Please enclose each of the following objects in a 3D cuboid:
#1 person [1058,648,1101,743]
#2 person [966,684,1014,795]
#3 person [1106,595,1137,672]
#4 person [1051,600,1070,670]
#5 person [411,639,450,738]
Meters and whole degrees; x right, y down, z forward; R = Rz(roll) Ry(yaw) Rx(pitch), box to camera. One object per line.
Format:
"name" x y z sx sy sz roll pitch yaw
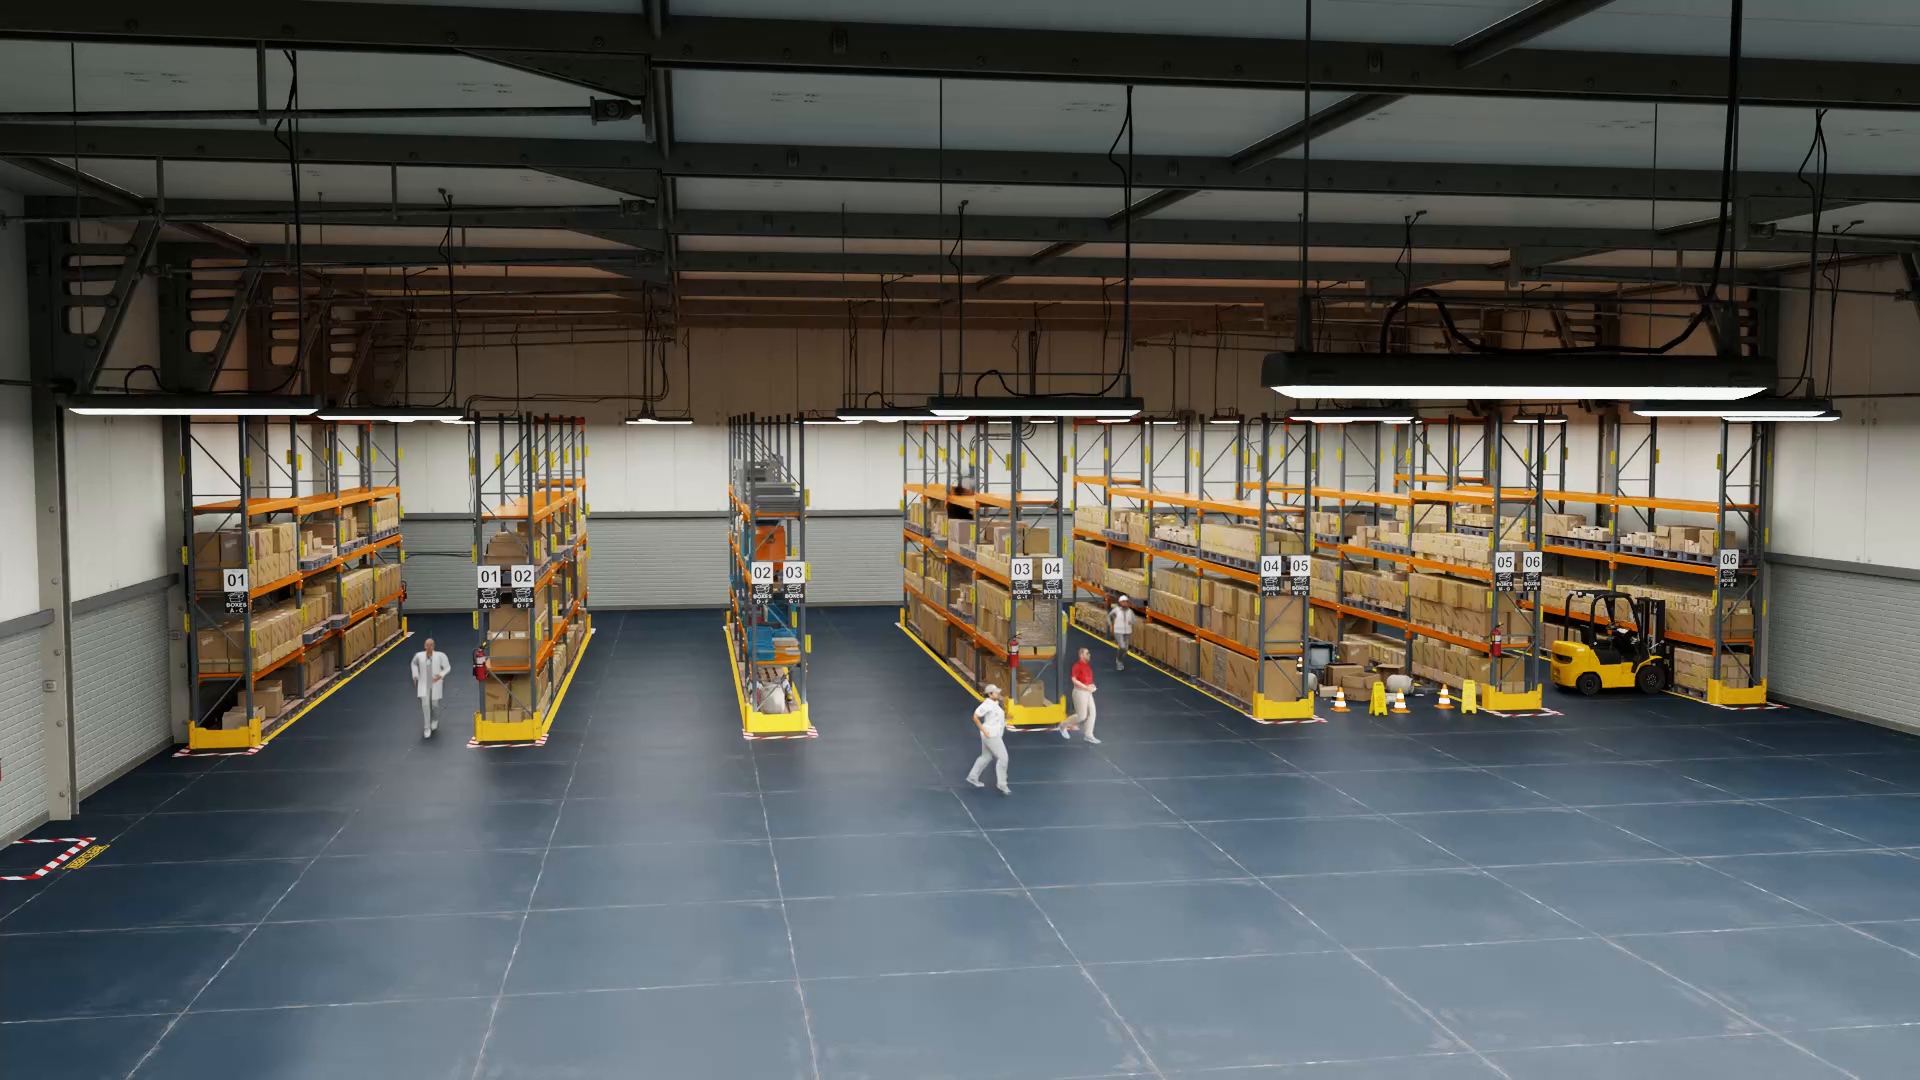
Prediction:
"person" 2.193 2.821 30.247 0.795 1.733 0.689 2 4 27
"person" 0.470 3.120 26.058 0.770 1.727 0.580 0 4 7
"person" 3.820 2.192 38.947 0.638 1.790 0.675 -1 4 -18
"person" 2.345 2.233 39.253 0.574 1.658 0.558 -1 4 -20
"person" -9.839 2.719 30.903 0.719 1.783 0.983 -1 4 -14
